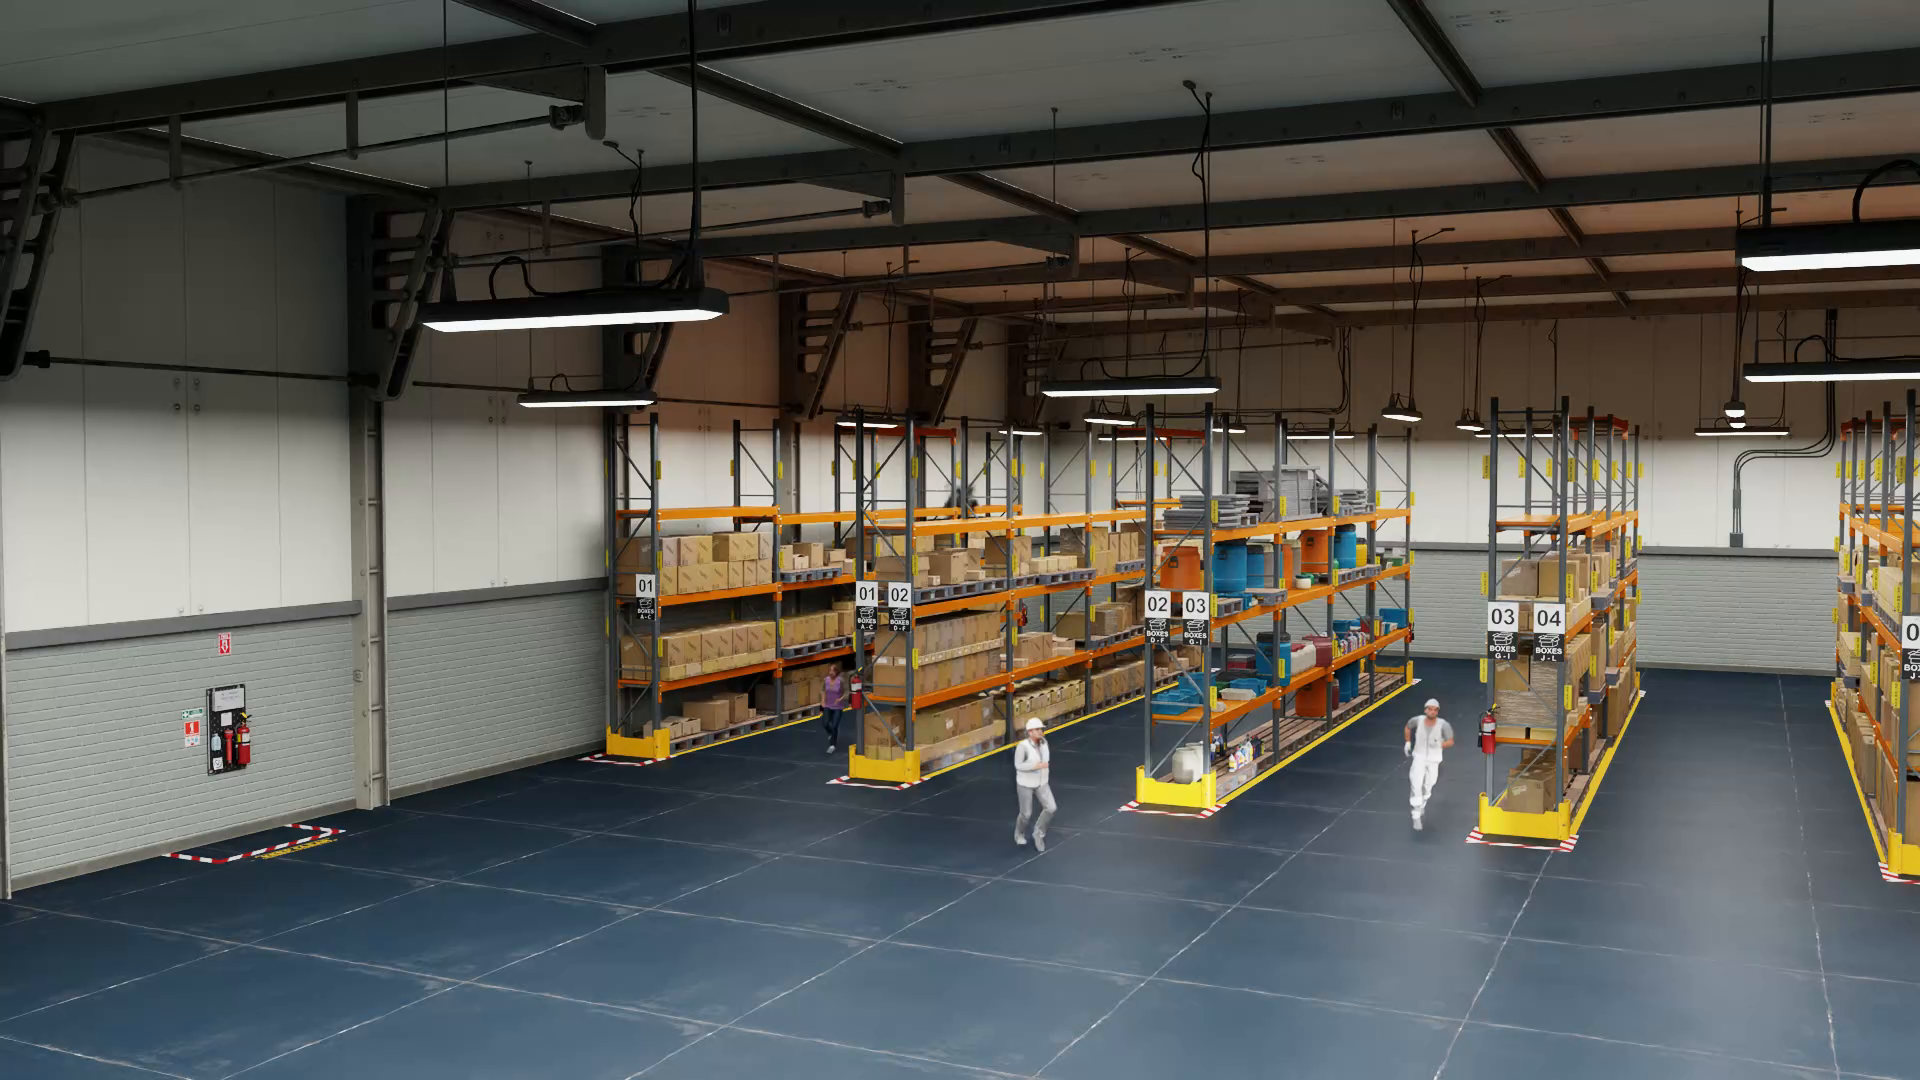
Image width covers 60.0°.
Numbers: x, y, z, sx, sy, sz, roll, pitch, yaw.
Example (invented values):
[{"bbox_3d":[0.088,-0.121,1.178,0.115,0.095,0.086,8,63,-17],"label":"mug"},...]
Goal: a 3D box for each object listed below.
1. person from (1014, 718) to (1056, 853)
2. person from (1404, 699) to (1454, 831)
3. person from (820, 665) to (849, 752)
[{"bbox_3d":[1.007,3.200,21.807,0.569,1.767,0.811,-2,3,-33],"label":"person"},{"bbox_3d":[6.610,3.139,23.457,0.668,1.821,0.949,1,2,14],"label":"person"},{"bbox_3d":[-2.251,2.989,29.499,0.546,1.557,0.518,0,2,9],"label":"person"}]
